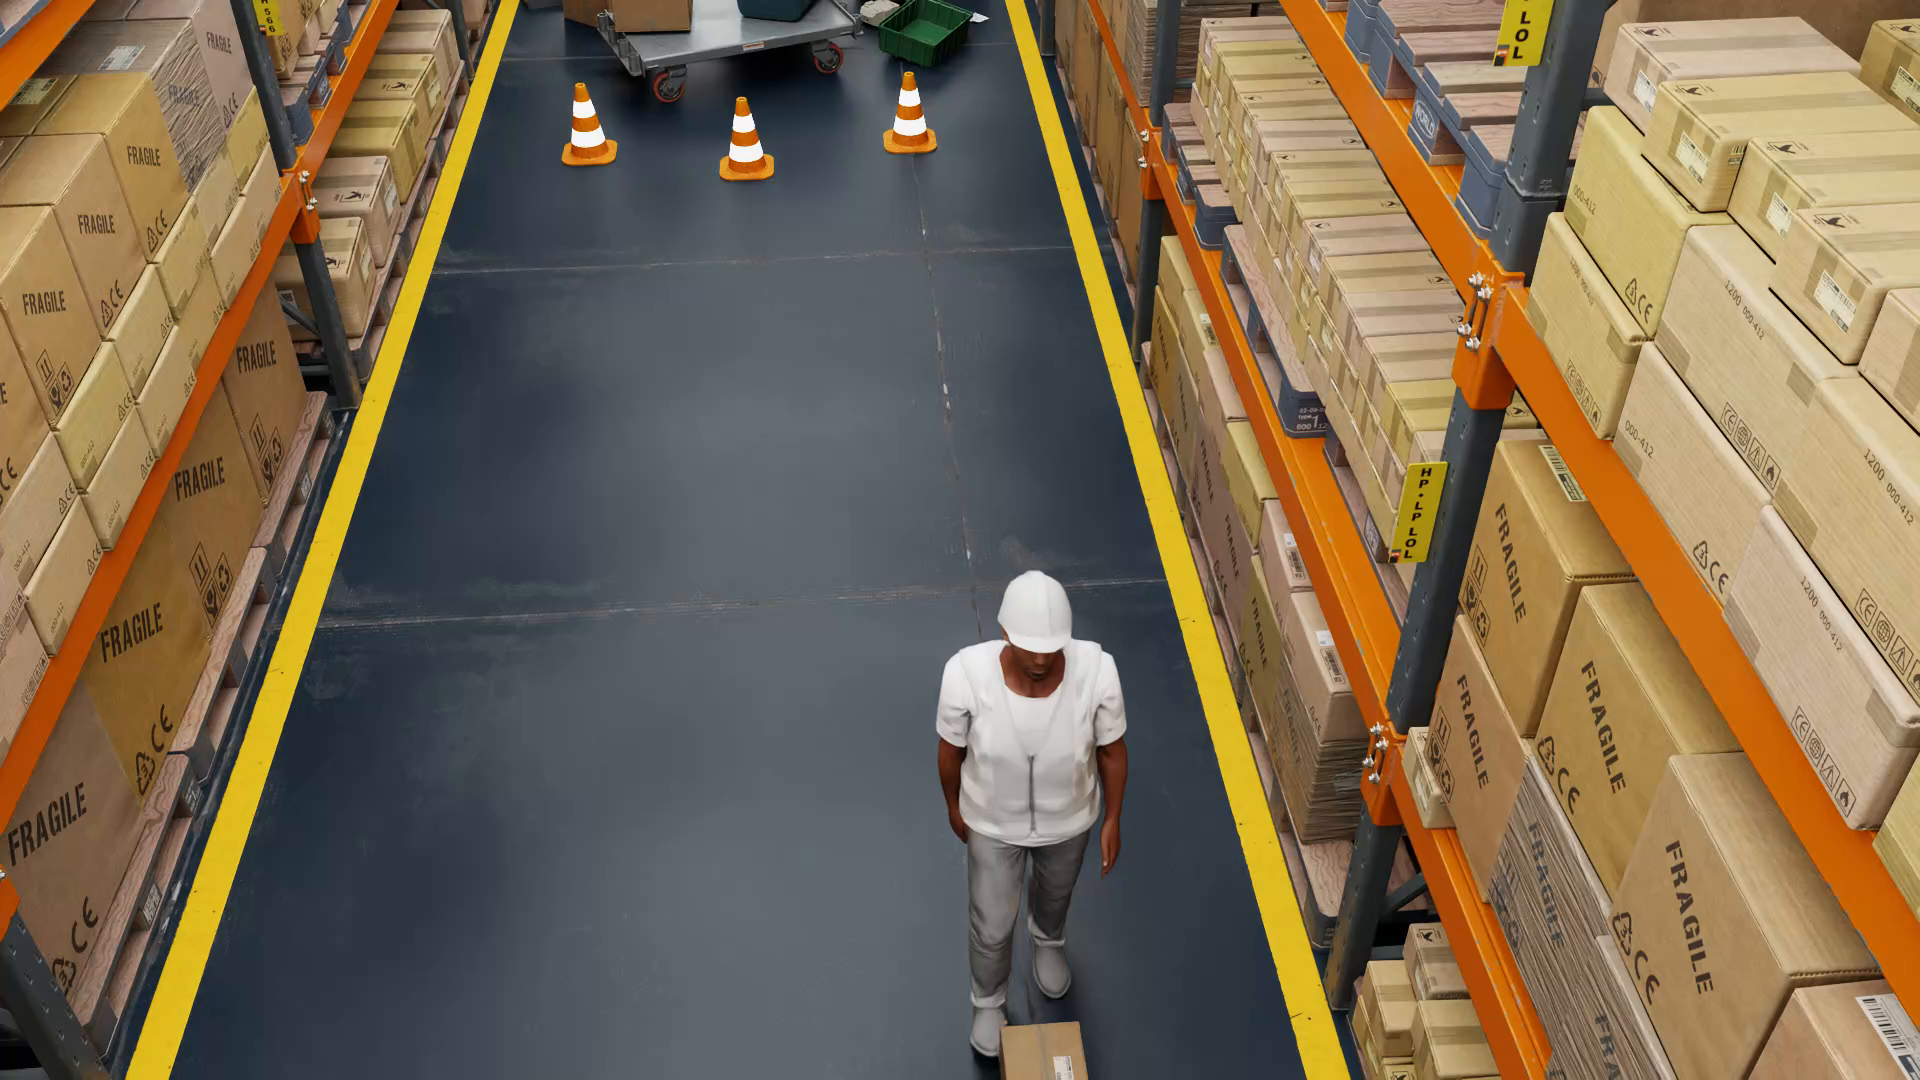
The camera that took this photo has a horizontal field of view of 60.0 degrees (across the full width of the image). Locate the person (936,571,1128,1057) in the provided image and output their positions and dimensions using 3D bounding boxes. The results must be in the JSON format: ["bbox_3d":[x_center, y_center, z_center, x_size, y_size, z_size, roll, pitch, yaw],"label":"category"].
[{"bbox_3d":[0.222,0.862,5.083,0.571,1.765,0.578,-3,39,-3],"label":"person"}]
